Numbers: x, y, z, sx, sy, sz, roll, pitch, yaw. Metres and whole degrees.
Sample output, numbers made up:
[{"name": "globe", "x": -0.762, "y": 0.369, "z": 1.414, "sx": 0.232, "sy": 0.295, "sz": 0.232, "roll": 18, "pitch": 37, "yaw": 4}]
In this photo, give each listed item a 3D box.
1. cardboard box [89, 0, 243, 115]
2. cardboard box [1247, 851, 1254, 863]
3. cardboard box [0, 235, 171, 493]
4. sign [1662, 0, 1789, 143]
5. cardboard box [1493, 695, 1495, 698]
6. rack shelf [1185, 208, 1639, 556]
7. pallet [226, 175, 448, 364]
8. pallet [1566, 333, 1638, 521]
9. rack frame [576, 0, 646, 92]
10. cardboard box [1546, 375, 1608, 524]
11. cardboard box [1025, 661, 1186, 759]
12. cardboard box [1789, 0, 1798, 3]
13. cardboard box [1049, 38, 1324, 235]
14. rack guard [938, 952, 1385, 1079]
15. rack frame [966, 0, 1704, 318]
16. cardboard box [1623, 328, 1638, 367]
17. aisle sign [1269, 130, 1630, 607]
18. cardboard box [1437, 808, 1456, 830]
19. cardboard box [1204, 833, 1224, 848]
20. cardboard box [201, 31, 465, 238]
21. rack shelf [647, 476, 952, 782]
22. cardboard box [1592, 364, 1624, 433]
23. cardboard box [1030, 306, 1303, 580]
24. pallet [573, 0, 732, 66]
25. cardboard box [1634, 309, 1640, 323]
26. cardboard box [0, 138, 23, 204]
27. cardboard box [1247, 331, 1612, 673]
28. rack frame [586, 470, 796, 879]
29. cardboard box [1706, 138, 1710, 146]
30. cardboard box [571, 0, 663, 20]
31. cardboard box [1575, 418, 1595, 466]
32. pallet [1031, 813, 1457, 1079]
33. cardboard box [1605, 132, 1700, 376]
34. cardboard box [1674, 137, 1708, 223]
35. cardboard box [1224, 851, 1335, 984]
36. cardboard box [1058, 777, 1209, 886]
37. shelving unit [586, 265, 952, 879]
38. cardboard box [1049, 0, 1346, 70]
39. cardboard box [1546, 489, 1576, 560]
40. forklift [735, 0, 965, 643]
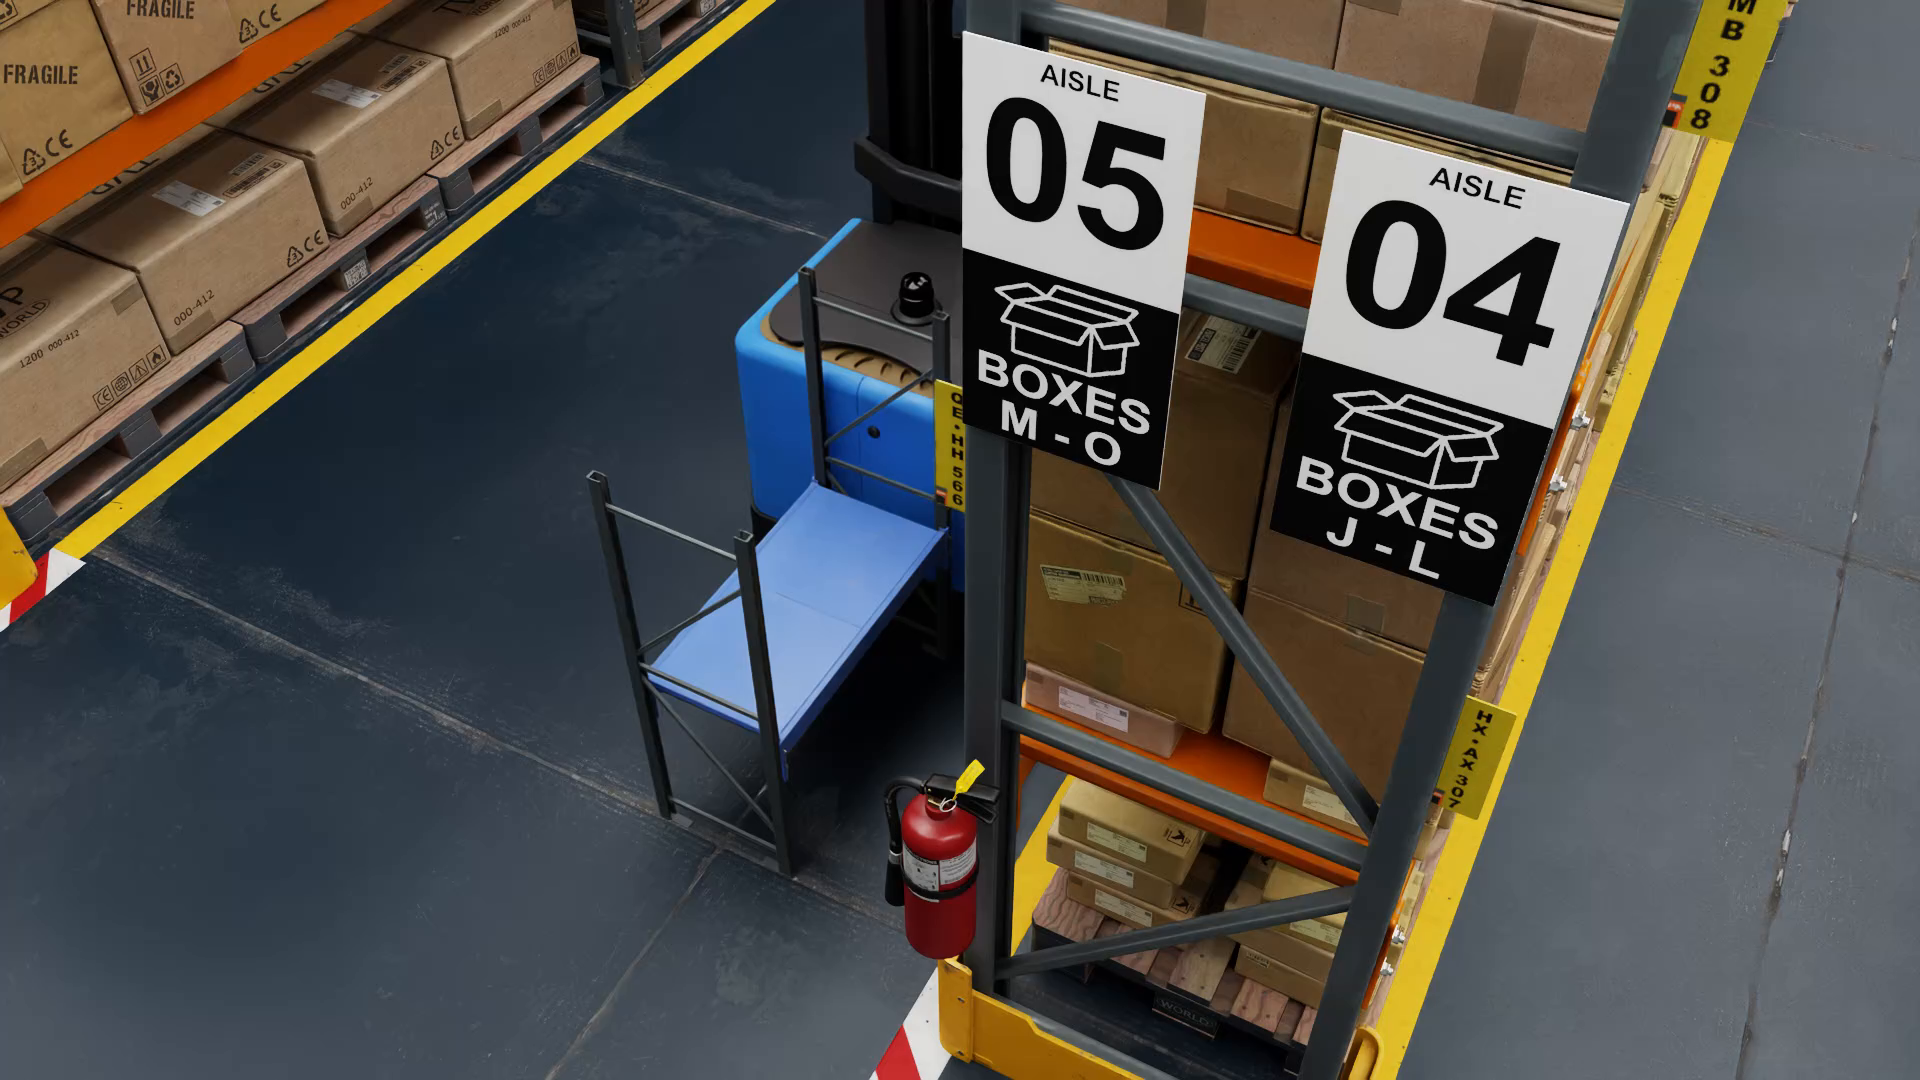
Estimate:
[{"name": "cardboard box", "x": -3.013, "y": -1.918, "z": 5.967, "sx": 0.500, "sy": 0.500, "sz": 0.500, "roll": 20, "pitch": 49, "yaw": 19}, {"name": "cardboard box", "x": 1.055, "y": 0.976, "z": 4.886, "sx": 0.380, "sy": 0.149, "sz": 0.250, "roll": 20, "pitch": 49, "yaw": 19}, {"name": "cardboard box", "x": -3.734, "y": -0.729, "z": 6.368, "sx": 0.875, "sy": 0.438, "sz": 0.875, "roll": 19, "pitch": 48, "yaw": 18}, {"name": "sign", "x": 0.960, "y": -0.645, "z": 2.055, "sx": 0.100, "sy": 0.325, "sz": 0.005, "roll": 20, "pitch": 49, "yaw": 19}, {"name": "cardboard box", "x": 1.173, "y": 0.204, "z": 4.116, "sx": 0.380, "sy": 0.149, "sz": 0.250, "roll": 19, "pitch": 48, "yaw": 18}, {"name": "rack shelf", "x": 1.407, "y": -1.524, "z": 4.044, "sx": 1.077, "sy": 0.370, "sz": 4.000, "roll": 20, "pitch": 49, "yaw": 19}, {"name": "pallet", "x": -3.083, "y": -1.348, "z": 7.434, "sx": 1.003, "sy": 0.211, "sz": 1.213, "roll": 20, "pitch": 49, "yaw": 19}, {"name": "pallet", "x": 2.055, "y": -0.568, "z": 6.662, "sx": 1.003, "sy": 0.211, "sz": 1.213, "roll": 20, "pitch": 49, "yaw": 19}, {"name": "rack frame", "x": -2.095, "y": -3.553, "z": 7.653, "sx": 1.000, "sy": 3.000, "sz": 0.127, "roll": 20, "pitch": 49, "yaw": 19}, {"name": "cardboard box", "x": 1.397, "y": -0.444, "z": 4.300, "sx": 0.500, "sy": 0.500, "sz": 0.500, "roll": 21, "pitch": 49, "yaw": 20}, {"name": "cardboard box", "x": 0.380, "y": 0.327, "z": 3.994, "sx": 0.380, "sy": 0.149, "sz": 0.250, "roll": 21, "pitch": 49, "yaw": 19}, {"name": "cardboard box", "x": 2.926, "y": -2.138, "z": 6.136, "sx": 0.380, "sy": 0.149, "sz": 0.250, "roll": 18, "pitch": 48, "yaw": 17}, {"name": "cardboard box", "x": 0.456, "y": -0.838, "z": 2.966, "sx": 0.500, "sy": 0.250, "sz": 0.500, "roll": 19, "pitch": 48, "yaw": 18}, {"name": "rack guard", "x": 0.514, "y": 1.368, "z": 4.546, "sx": 1.175, "sy": 0.500, "sz": 0.348, "roll": 20, "pitch": 49, "yaw": 19}, {"name": "rack frame", "x": 0.479, "y": -1.571, "z": 1.476, "sx": 1.000, "sy": 3.000, "sz": 0.127, "roll": 20, "pitch": 49, "yaw": 19}, {"name": "cardboard box", "x": 2.456, "y": -0.768, "z": 6.610, "sx": 0.380, "sy": 0.149, "sz": 0.250, "roll": 21, "pitch": 49, "yaw": 20}, {"name": "aisle sign", "x": 0.711, "y": -0.231, "z": 2.542, "sx": 0.394, "sy": 0.787, "sz": 0.004, "roll": 20, "pitch": 49, "yaw": 19}, {"name": "cardboard box", "x": 1.275, "y": 0.635, "z": 4.804, "sx": 0.380, "sy": 0.149, "sz": 0.250, "roll": 20, "pitch": 49, "yaw": 19}, {"name": "cardboard box", "x": 0.640, "y": 0.714, "z": 4.936, "sx": 0.380, "sy": 0.149, "sz": 0.250, "roll": 19, "pitch": 48, "yaw": 18}, {"name": "cardboard box", "x": -2.897, "y": -1.876, "z": 7.501, "sx": 0.875, "sy": 0.438, "sz": 0.875, "roll": 19, "pitch": 48, "yaw": 18}, {"name": "rack shelf", "x": -0.498, "y": 0.248, "z": 5.203, "sx": 0.538, "sy": 0.185, "sz": 1.000, "roll": 21, "pitch": 49, "yaw": 20}, {"name": "cardboard box", "x": 2.248, "y": -0.580, "z": 6.214, "sx": 0.380, "sy": 0.149, "sz": 0.250, "roll": 19, "pitch": 48, "yaw": 18}, {"name": "cardboard box", "x": 0.471, "y": -0.324, "z": 3.479, "sx": 0.500, "sy": 0.500, "sz": 0.500, "roll": 20, "pitch": 49, "yaw": 18}, {"name": "pallet", "x": -1.804, "y": -3.084, "z": 9.150, "sx": 1.003, "sy": 0.211, "sz": 1.213, "roll": 20, "pitch": 49, "yaw": 19}, {"name": "cardboard box", "x": 2.471, "y": -0.929, "z": 6.559, "sx": 0.380, "sy": 0.149, "sz": 0.250, "roll": 21, "pitch": 49, "yaw": 20}, {"name": "cardboard box", "x": -3.475, "y": -1.276, "z": 5.332, "sx": 0.500, "sy": 0.500, "sz": 0.500, "roll": 20, "pitch": 49, "yaw": 19}, {"name": "cardboard box", "x": 0.923, "y": -0.149, "z": 3.306, "sx": 0.500, "sy": 0.500, "sz": 0.500, "roll": 20, "pitch": 49, "yaw": 19}, {"name": "rack frame", "x": -0.741, "y": 0.439, "z": 4.761, "sx": 0.500, "sy": 1.500, "sz": 0.032, "roll": 21, "pitch": 49, "yaw": 20}, {"name": "cardboard box", "x": 3.158, "y": -1.963, "z": 7.544, "sx": 0.500, "sy": 0.500, "sz": 0.500, "roll": 23, "pitch": 50, "yaw": 21}, {"name": "cardboard box", "x": -1.878, "y": -3.371, "z": 8.671, "sx": 0.875, "sy": 0.875, "sz": 0.875, "roll": 22, "pitch": 49, "yaw": 20}, {"name": "cardboard box", "x": 1.975, "y": -0.355, "z": 5.783, "sx": 0.380, "sy": 0.149, "sz": 0.250, "roll": 18, "pitch": 48, "yaw": 17}, {"name": "pallet", "x": 0.923, "y": 0.970, "z": 5.143, "sx": 1.003, "sy": 0.211, "sz": 1.213, "roll": 20, "pitch": 49, "yaw": 19}, {"name": "cardboard box", "x": 1.412, "y": -0.789, "z": 3.939, "sx": 0.500, "sy": 0.500, "sz": 0.500, "roll": 19, "pitch": 48, "yaw": 18}, {"name": "cardboard box", "x": 2.119, "y": -1.397, "z": 5.243, "sx": 0.500, "sy": 0.500, "sz": 0.500, "roll": 19, "pitch": 48, "yaw": 18}, {"name": "cardboard box", "x": 0.950, "y": 1.042, "z": 4.611, "sx": 0.380, "sy": 0.149, "sz": 0.250, "roll": 22, "pitch": 49, "yaw": 21}, {"name": "cardboard box", "x": 0.500, "y": 0.766, "z": 4.675, "sx": 0.380, "sy": 0.149, "sz": 0.250, "roll": 21, "pitch": 49, "yaw": 19}, {"name": "shelving unit", "x": -0.498, "y": 0.121, "z": 5.075, "sx": 0.538, "sy": 1.500, "sz": 1.048, "roll": 21, "pitch": 49, "yaw": 20}, {"name": "cardboard box", "x": 0.467, "y": -1.014, "z": 2.788, "sx": 0.500, "sy": 0.250, "sz": 0.500, "roll": 19, "pitch": 48, "yaw": 18}, {"name": "cardboard box", "x": 1.975, "y": -0.116, "z": 5.965, "sx": 0.380, "sy": 0.149, "sz": 0.250, "roll": 20, "pitch": 49, "yaw": 19}, {"name": "forklift", "x": 0.392, "y": -1.700, "z": 5.869, "sx": 1.130, "sy": 2.935, "sz": 3.031, "roll": 21, "pitch": 49, "yaw": 20}]
